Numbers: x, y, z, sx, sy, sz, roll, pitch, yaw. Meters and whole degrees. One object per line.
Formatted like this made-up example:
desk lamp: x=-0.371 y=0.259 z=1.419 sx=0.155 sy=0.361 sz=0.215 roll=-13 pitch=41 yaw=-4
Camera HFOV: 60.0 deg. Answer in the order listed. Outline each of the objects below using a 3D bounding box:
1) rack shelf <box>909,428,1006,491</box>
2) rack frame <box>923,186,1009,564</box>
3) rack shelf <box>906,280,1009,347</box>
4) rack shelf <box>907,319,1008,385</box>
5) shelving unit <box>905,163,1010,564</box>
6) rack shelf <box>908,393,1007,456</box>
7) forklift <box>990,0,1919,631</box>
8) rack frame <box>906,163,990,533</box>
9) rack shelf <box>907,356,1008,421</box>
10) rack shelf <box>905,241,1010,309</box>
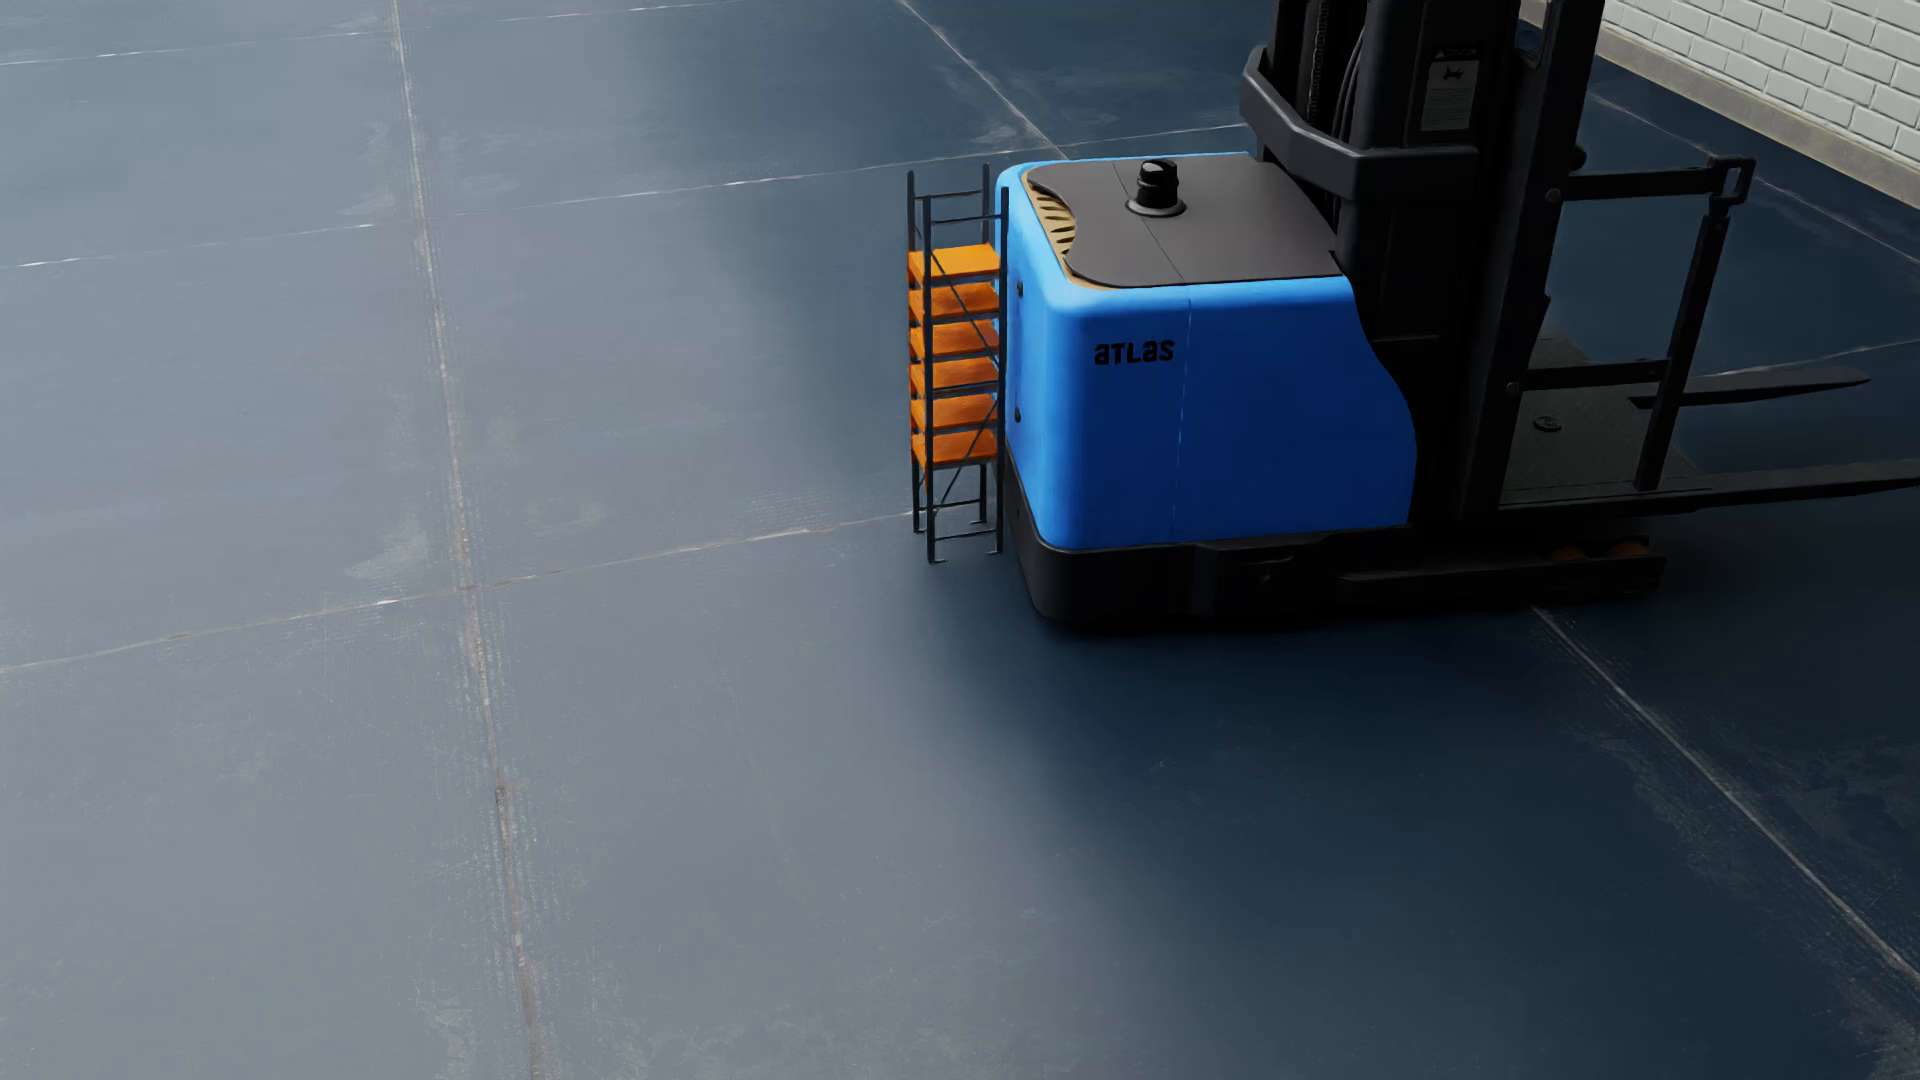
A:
rack shelf: x=-0.008 y=-0.256 z=5.065 sx=0.258 sy=0.103 sz=0.180 roll=-9 pitch=34 yaw=-13
rack frame: x=0.016 y=-0.445 z=4.834 sx=0.240 sy=1.200 sz=0.006 roll=-9 pitch=34 yaw=-13
rack shelf: x=-0.008 y=-0.656 z=4.800 sx=0.258 sy=0.103 sz=0.180 roll=-9 pitch=34 yaw=-13
rack shelf: x=-0.008 y=-0.556 z=4.866 sx=0.258 sy=0.103 sz=0.180 roll=-9 pitch=34 yaw=-13
shelving unit: x=-0.008 y=-0.493 z=4.908 sx=0.258 sy=1.200 sz=0.189 roll=-9 pitch=34 yaw=-13
rack shelf: x=-0.008 y=-0.356 z=4.999 sx=0.258 sy=0.103 sz=0.180 roll=-9 pitch=34 yaw=-13
forklift: x=1.655 y=-1.321 z=4.590 sx=3.031 sy=2.935 sz=1.130 roll=-4 pitch=34 yaw=-7
rack frame: x=-0.033 y=-0.542 z=4.982 sx=0.240 sy=1.200 sz=0.006 roll=-9 pitch=34 yaw=-13
rack shelf: x=-0.008 y=-0.456 z=4.932 sx=0.258 sy=0.103 sz=0.180 roll=-9 pitch=34 yaw=-13
rack shelf: x=-0.008 y=-0.756 z=4.734 sx=0.258 sy=0.103 sz=0.180 roll=-9 pitch=34 yaw=-13
